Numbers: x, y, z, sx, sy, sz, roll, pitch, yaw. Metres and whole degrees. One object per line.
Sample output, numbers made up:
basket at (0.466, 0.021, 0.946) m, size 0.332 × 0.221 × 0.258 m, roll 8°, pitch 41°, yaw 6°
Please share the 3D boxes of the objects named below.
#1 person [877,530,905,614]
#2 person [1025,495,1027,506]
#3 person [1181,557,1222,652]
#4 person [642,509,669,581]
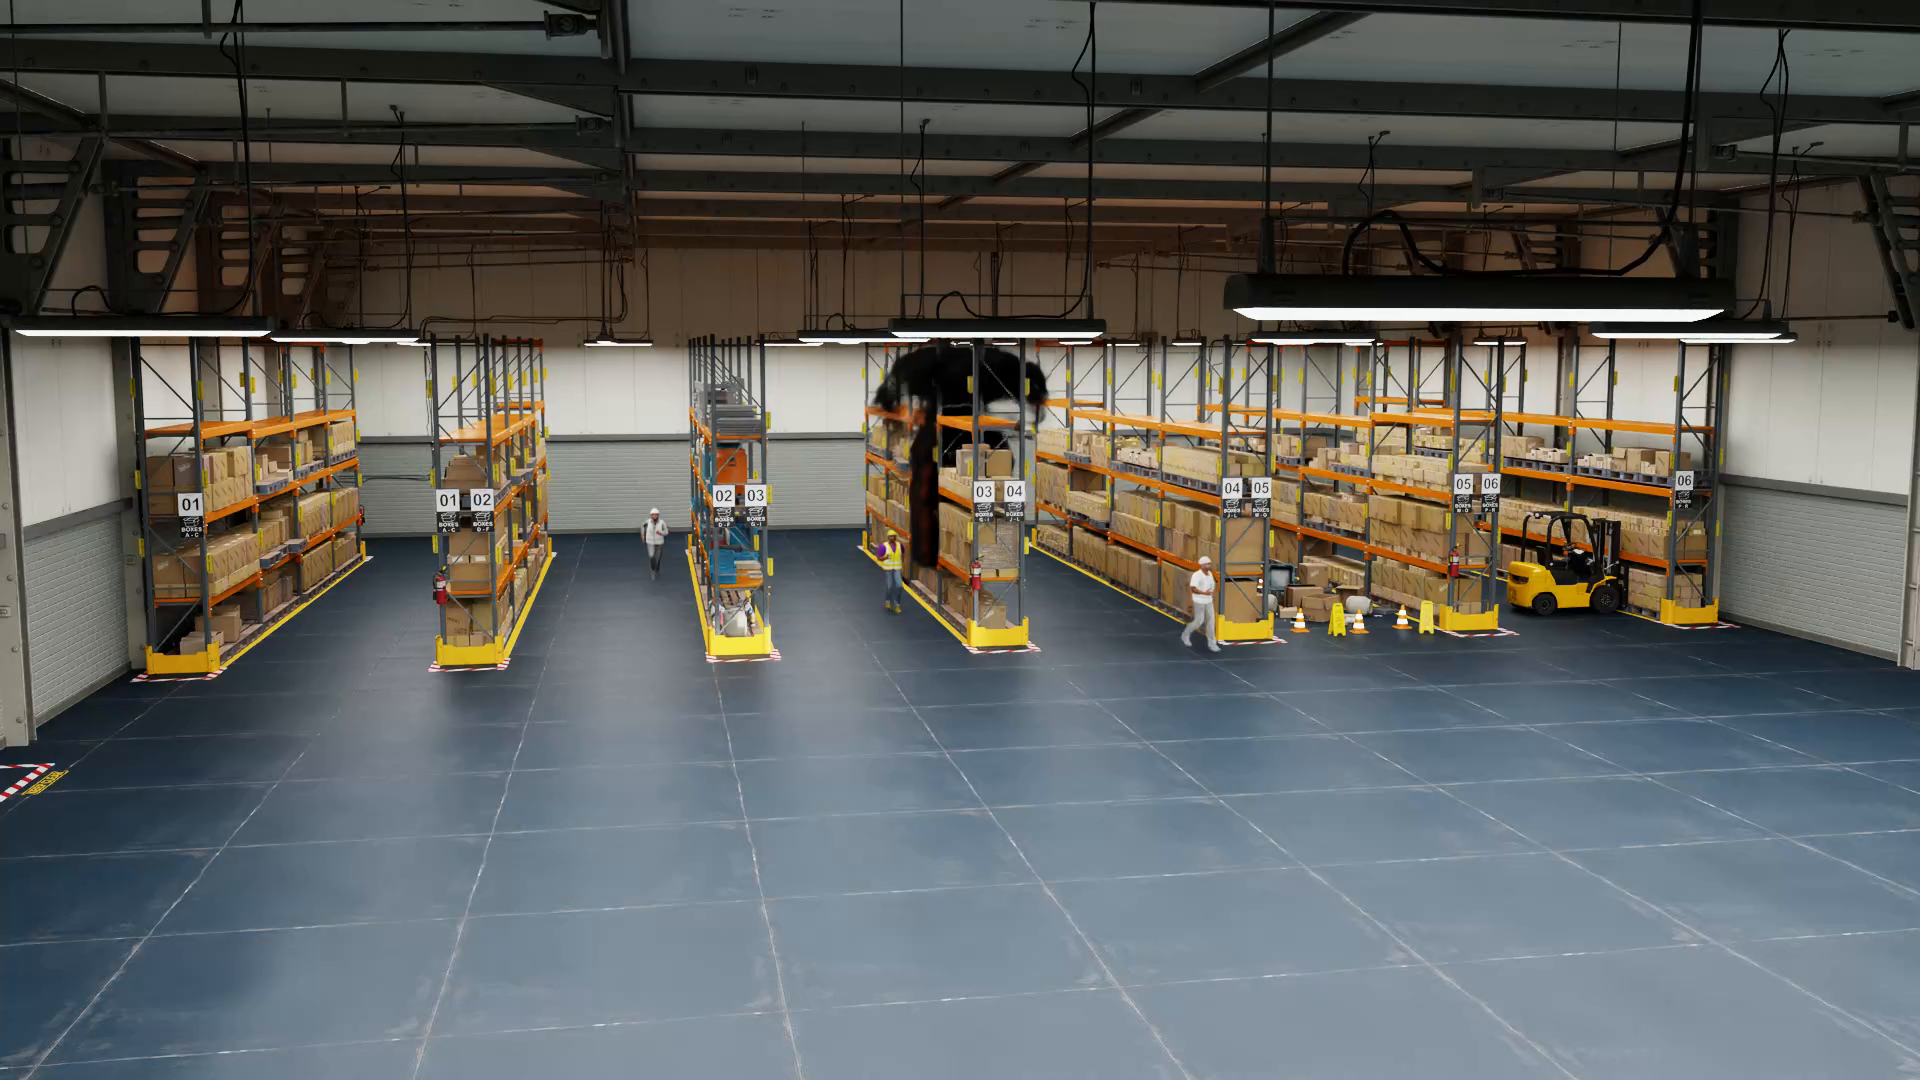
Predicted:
person at (-1.481, 0.683, 36.312) m, size 0.677 × 1.823 × 0.738 m, roll -2°, pitch 7°, yaw -14°
person at (1.757, -0.803, 49.521) m, size 0.815 × 1.819 × 0.697 m, roll -6°, pitch 9°, yaw -44°
person at (4.634, 1.207, 31.803) m, size 0.855 × 1.804 × 0.724 m, roll 6°, pitch 9°, yaw 44°
person at (-7.601, 0.106, 41.468) m, size 0.679 × 1.813 × 0.850 m, roll -1°, pitch 7°, yaw -7°
